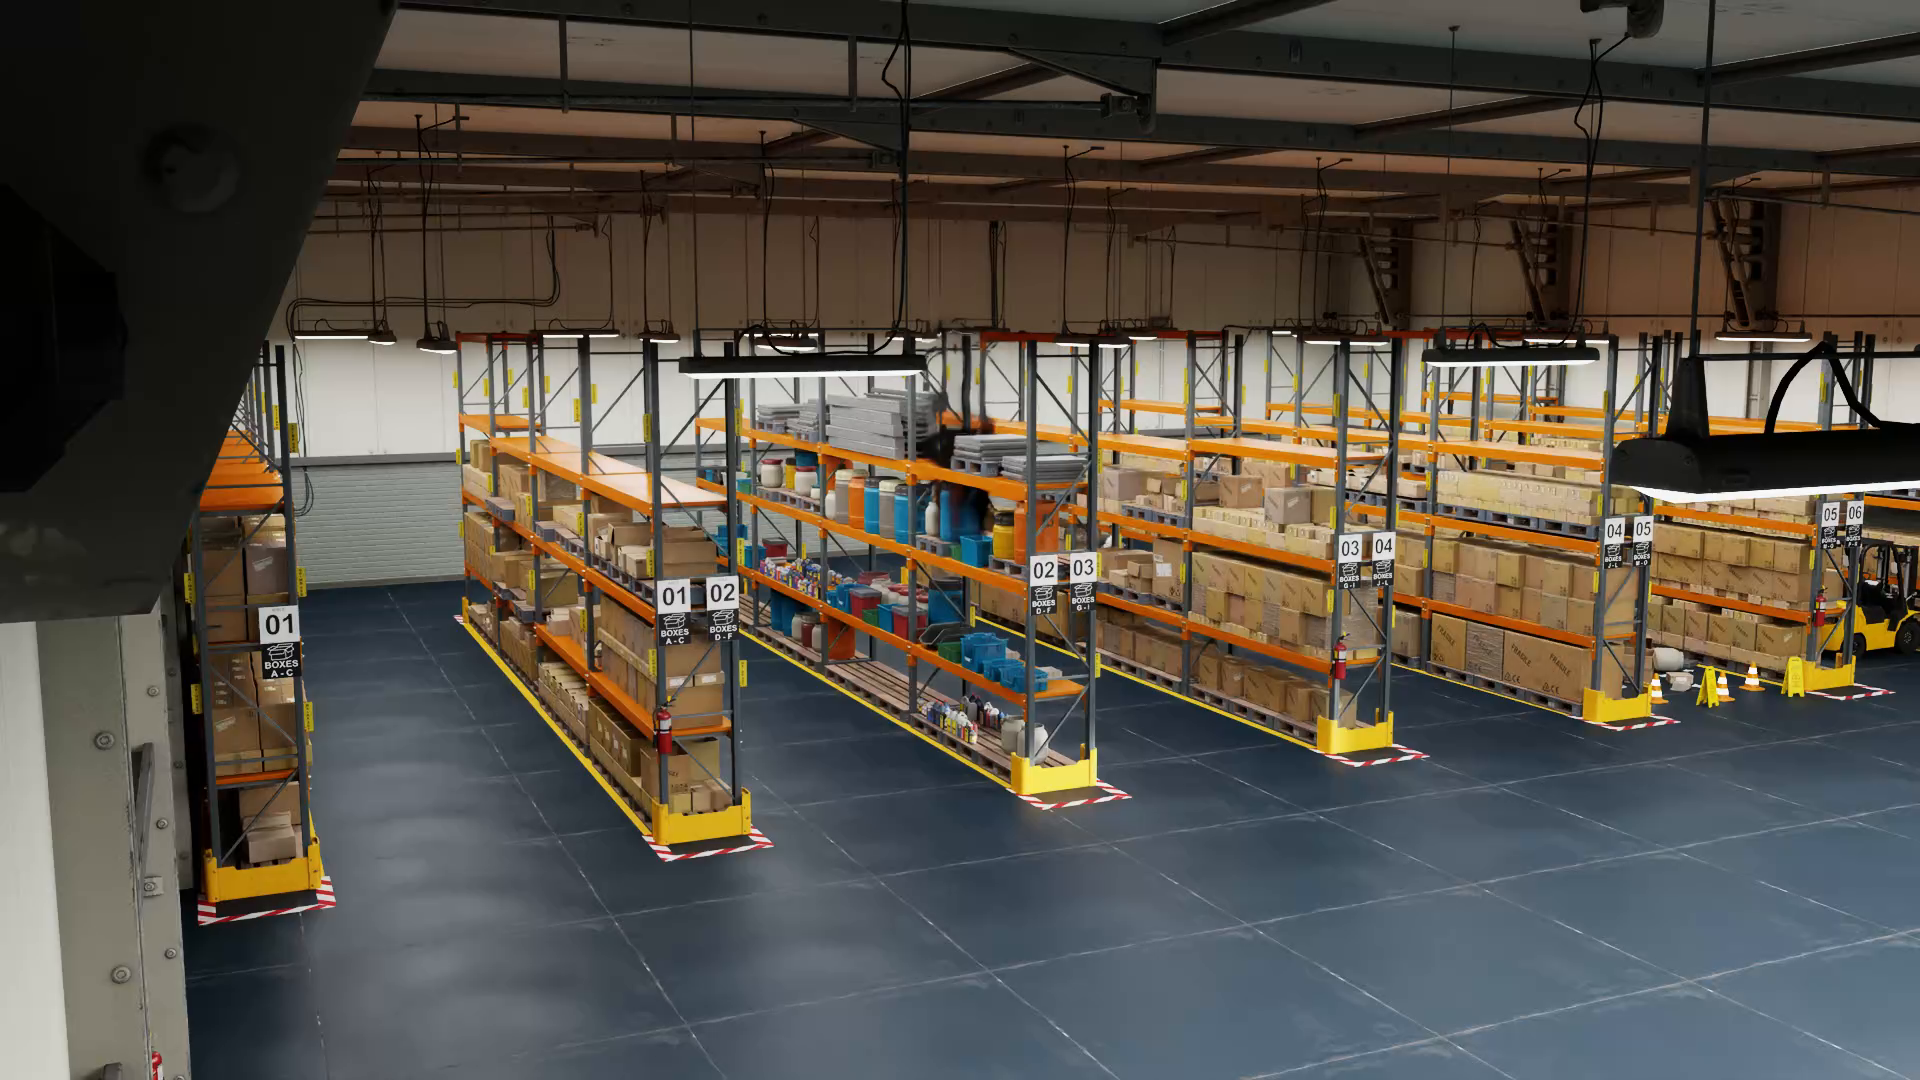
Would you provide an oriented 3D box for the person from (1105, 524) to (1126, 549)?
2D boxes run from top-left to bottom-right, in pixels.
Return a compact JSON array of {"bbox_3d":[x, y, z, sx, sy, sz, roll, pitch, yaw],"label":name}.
[{"bbox_3d":[3.481,0.464,37.369,0.623,1.710,0.933,-3,8,-23],"label":"person"}]

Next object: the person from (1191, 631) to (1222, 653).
[{"bbox_3d":[4.682,1.234,31.543,0.736,1.751,1.017,-5,9,-33],"label":"person"}]
